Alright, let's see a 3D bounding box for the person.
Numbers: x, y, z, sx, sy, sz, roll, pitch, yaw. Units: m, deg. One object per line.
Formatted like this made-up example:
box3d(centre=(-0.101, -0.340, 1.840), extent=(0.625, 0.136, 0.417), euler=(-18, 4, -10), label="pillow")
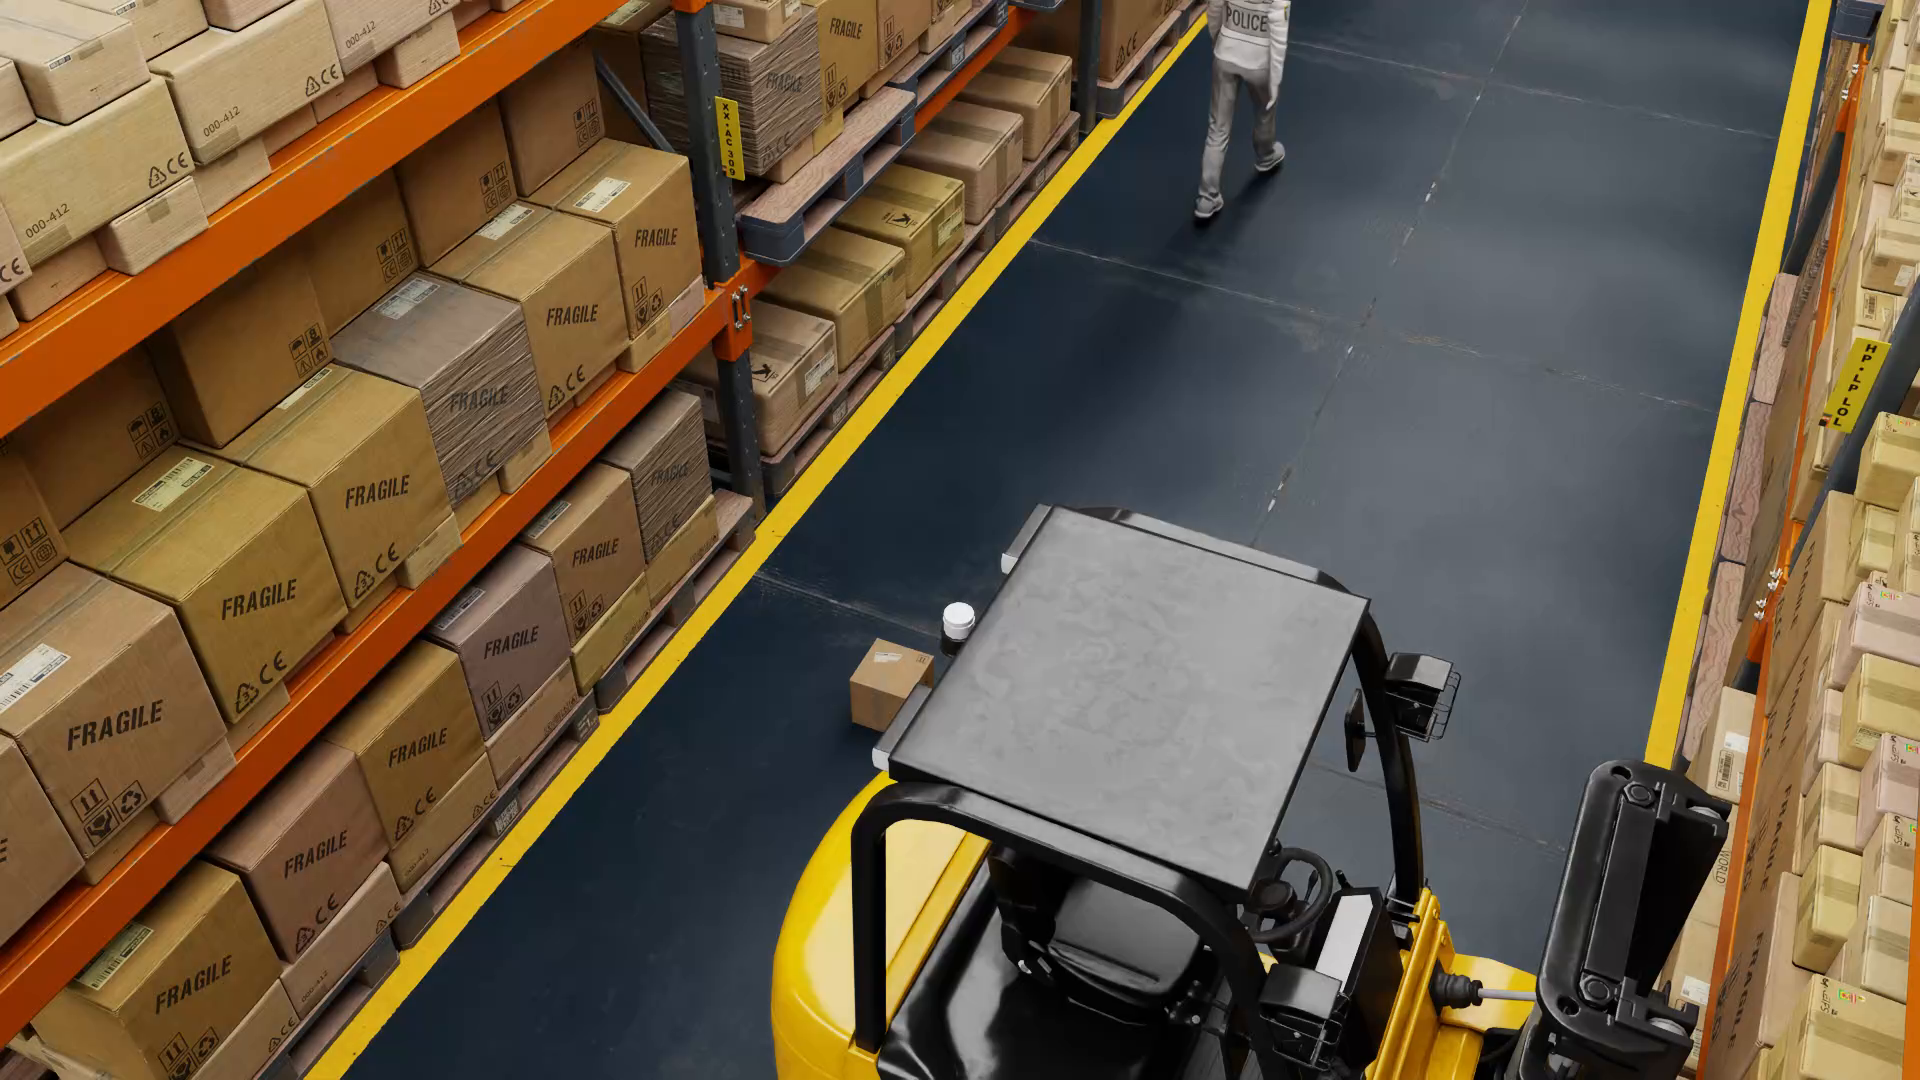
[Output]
box3d(centre=(1.575, -2.669, 9.104), extent=(0.505, 1.630, 0.969), euler=(17, 45, 18), label="person")
